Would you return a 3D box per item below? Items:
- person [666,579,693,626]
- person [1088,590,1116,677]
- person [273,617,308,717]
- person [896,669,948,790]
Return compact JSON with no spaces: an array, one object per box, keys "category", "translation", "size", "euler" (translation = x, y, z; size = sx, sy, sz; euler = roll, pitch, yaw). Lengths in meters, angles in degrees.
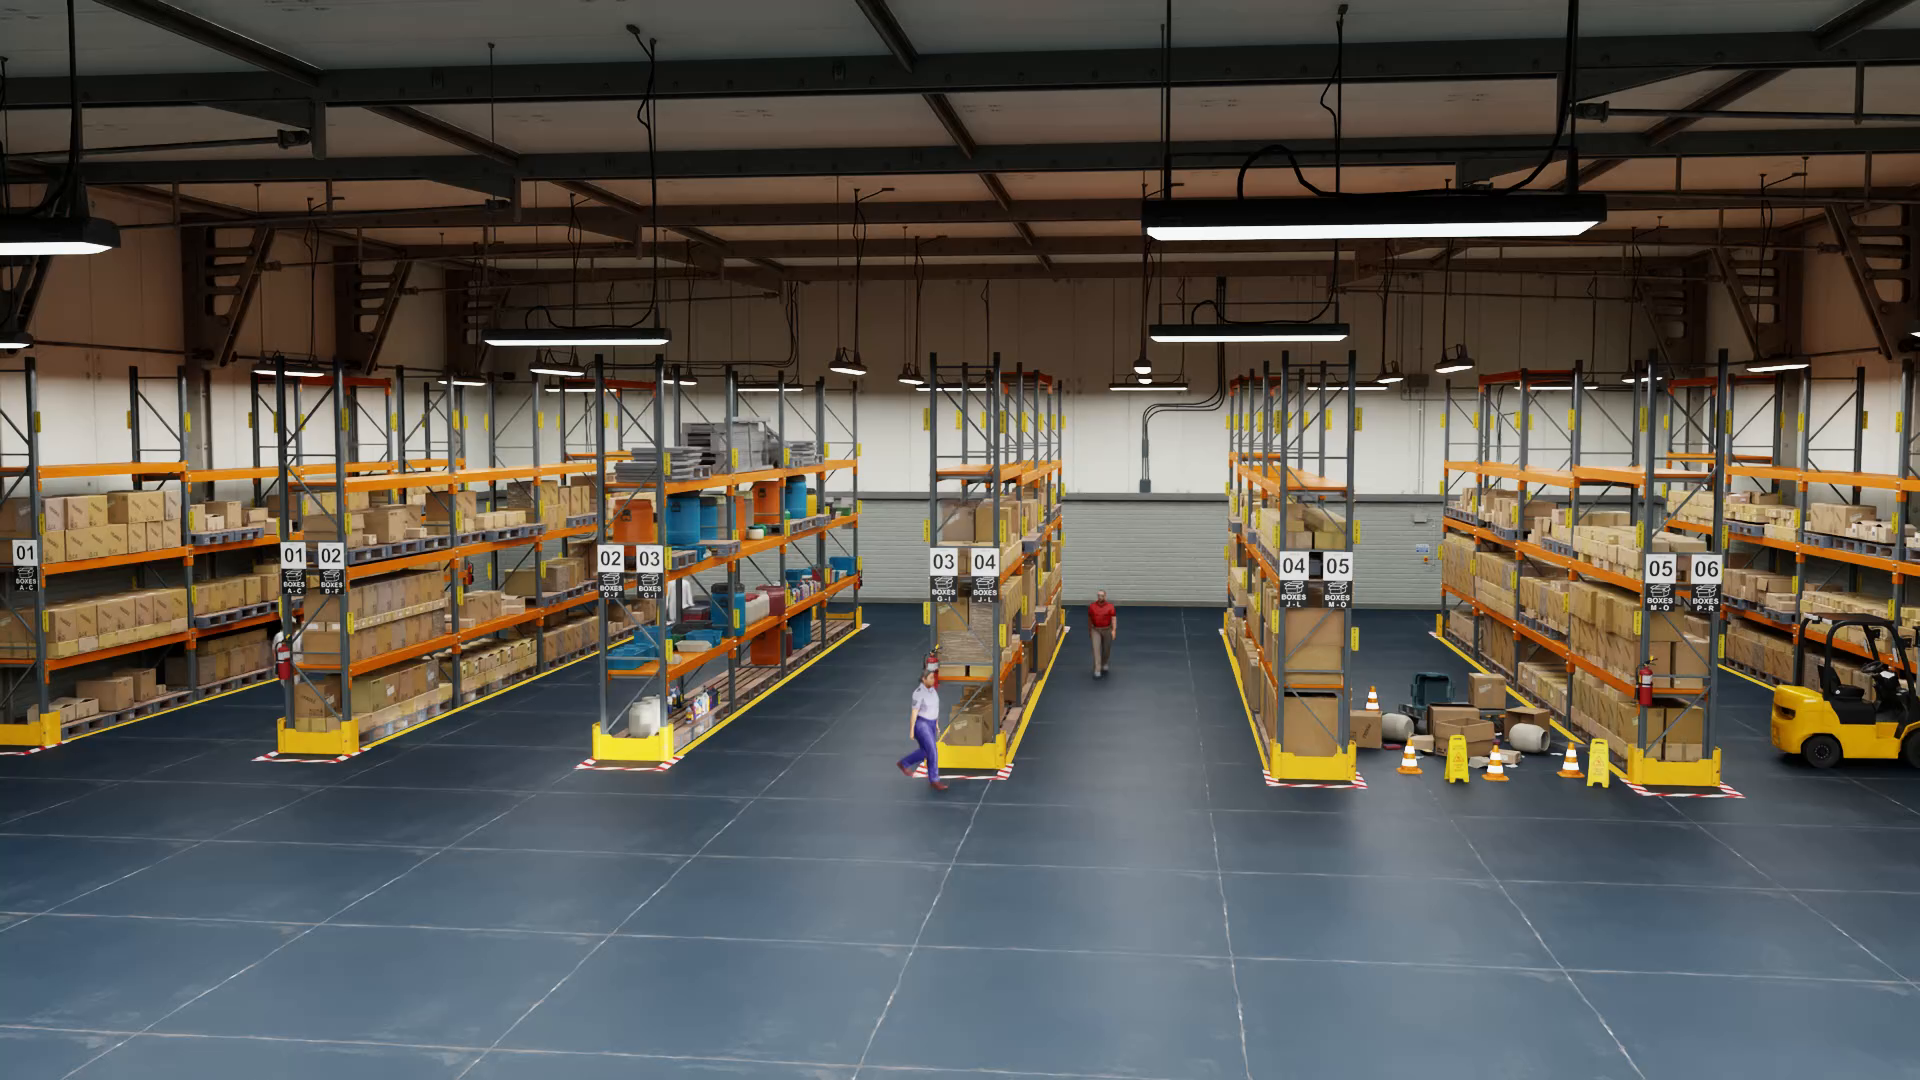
[{"category":"person","translation":[-6.300,1.505,36.851],"size":[0.593,1.723,1.060],"euler":[1,4,15]},{"category":"person","translation":[2.811,1.822,32.906],"size":[0.564,1.662,1.078],"euler":[0,4,4]},{"category":"person","translation":[-11.299,2.139,28.012],"size":[0.530,1.716,1.028],"euler":[-1,4,-9]},{"category":"person","translation":[-0.504,2.583,22.983],"size":[0.948,1.580,0.498],"euler":[2,5,27]}]
